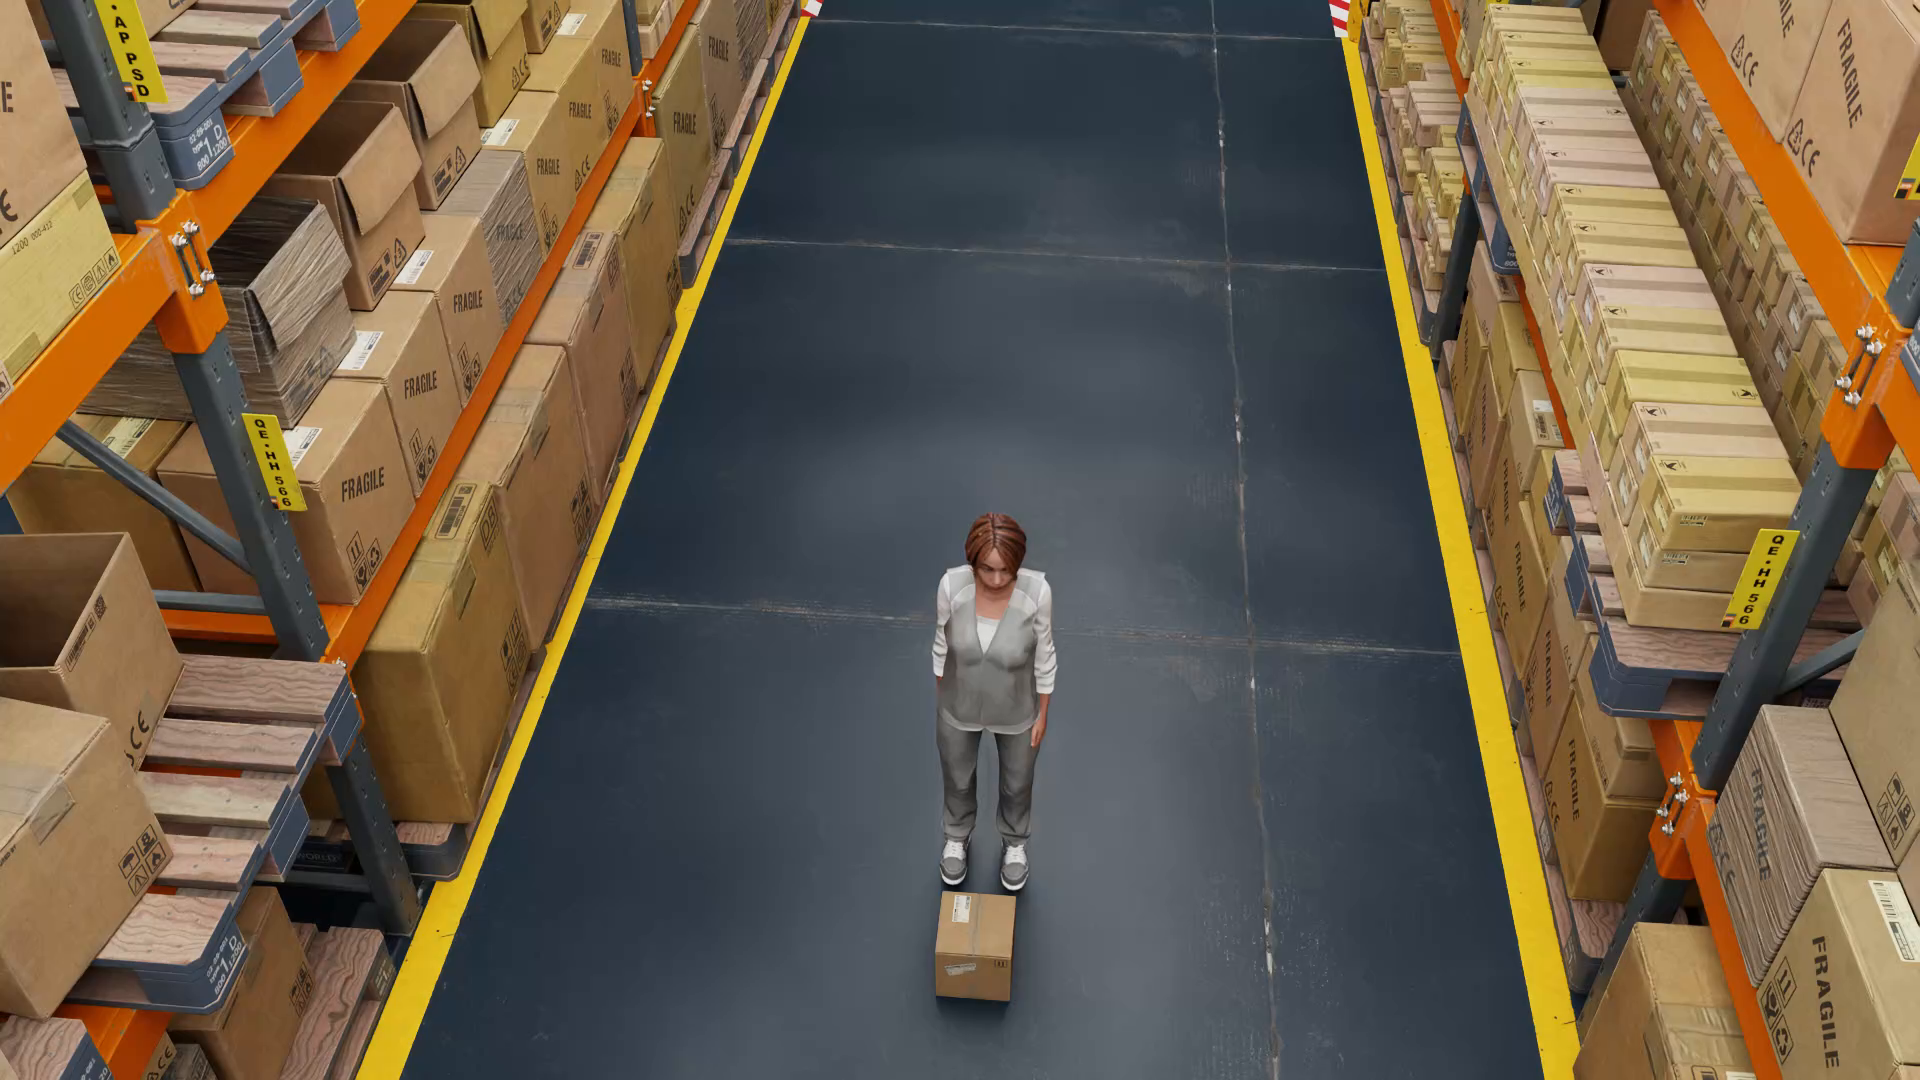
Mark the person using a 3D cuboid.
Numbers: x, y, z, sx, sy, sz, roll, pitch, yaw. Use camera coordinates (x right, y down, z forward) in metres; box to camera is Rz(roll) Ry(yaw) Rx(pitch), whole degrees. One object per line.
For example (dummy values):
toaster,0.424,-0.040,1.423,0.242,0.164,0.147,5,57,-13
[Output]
person,0.110,0.558,5.516,0.387,1.597,0.300,4,41,5
